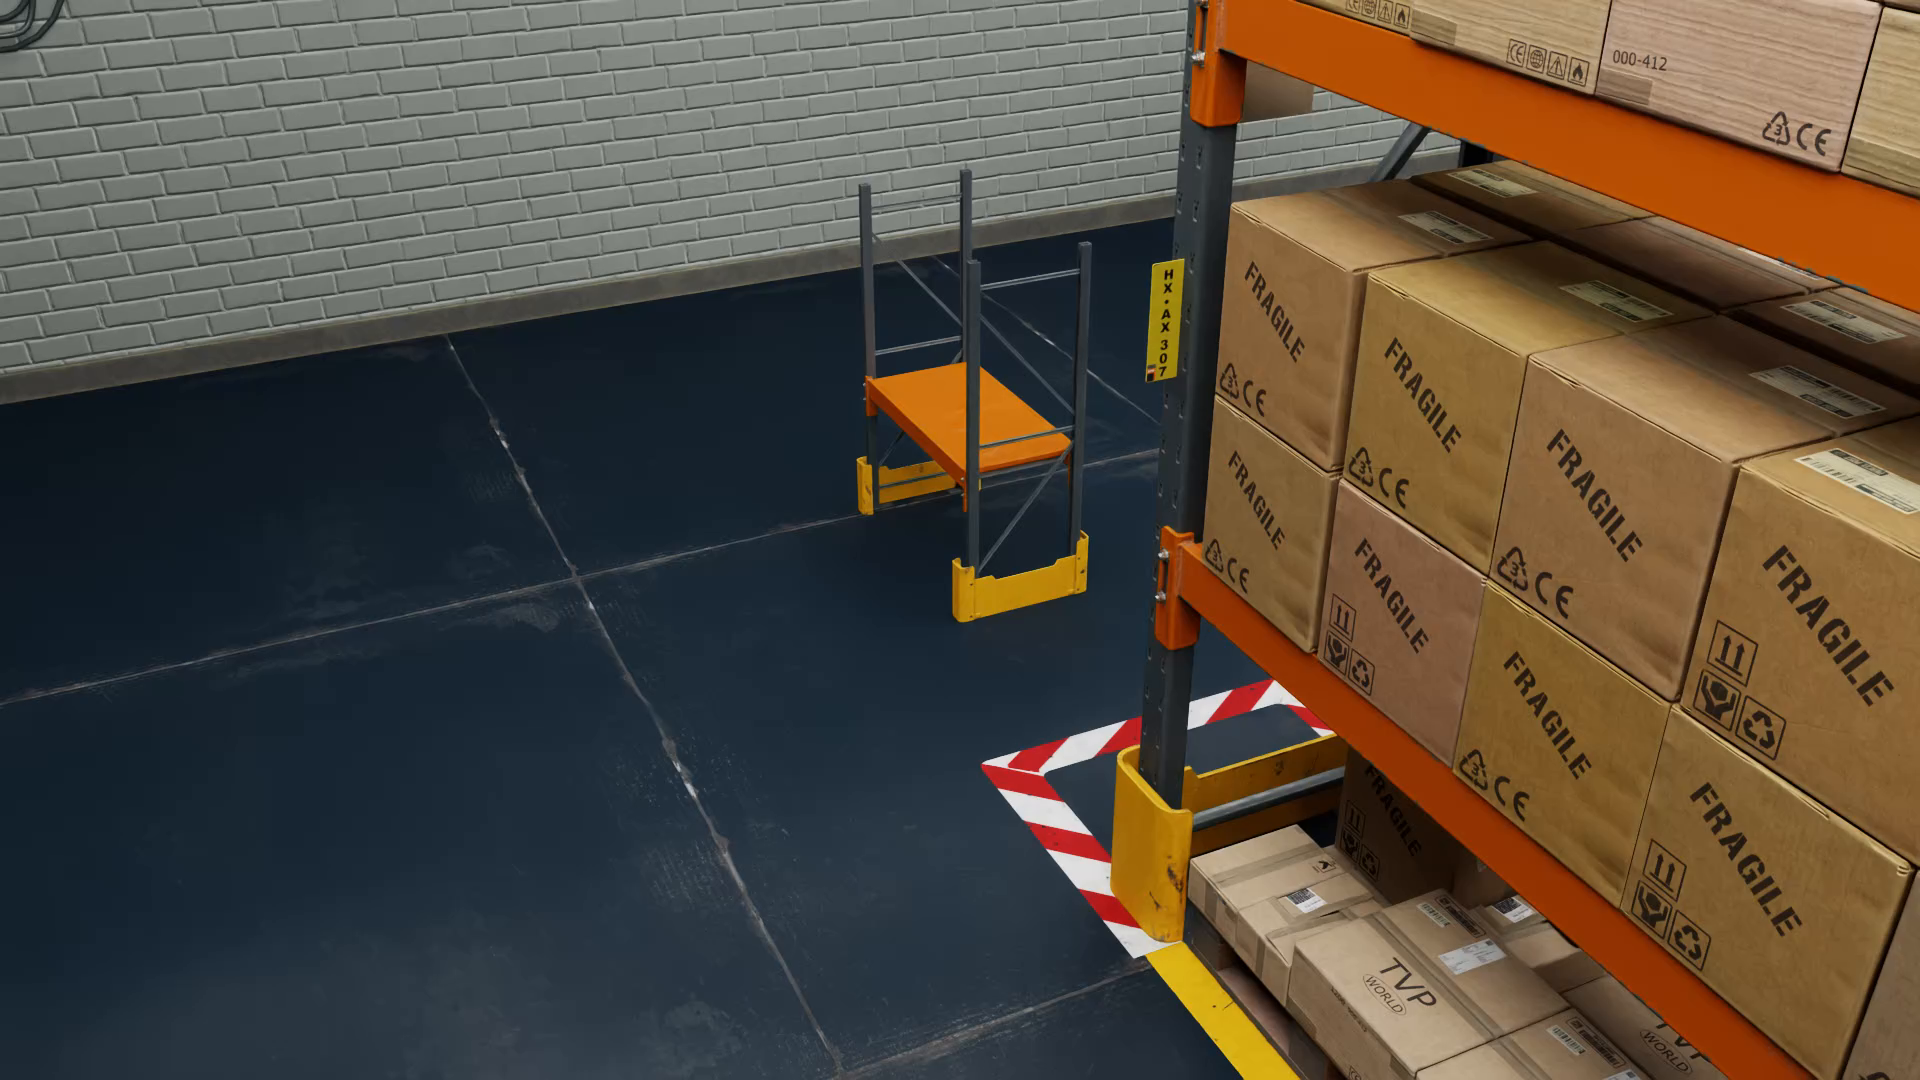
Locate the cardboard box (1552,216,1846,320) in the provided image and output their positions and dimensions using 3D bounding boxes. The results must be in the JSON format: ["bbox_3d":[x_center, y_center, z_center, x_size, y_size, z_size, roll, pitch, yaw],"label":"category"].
[{"bbox_3d":[1.681,-0.421,3.809,0.500,0.500,0.500,-12,32,-21],"label":"cardboard box"}]

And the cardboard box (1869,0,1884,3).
[{"bbox_3d":[1.438,-1.040,2.614,0.500,0.250,0.500,-13,32,-22],"label":"cardboard box"}]

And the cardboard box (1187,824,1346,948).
[{"bbox_3d":[0.893,1.006,4.854,0.380,0.149,0.250,-13,32,-22],"label":"cardboard box"}]

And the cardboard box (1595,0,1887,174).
[{"bbox_3d":[1.434,-0.821,2.734,0.500,0.250,0.500,-13,32,-22],"label":"cardboard box"}]

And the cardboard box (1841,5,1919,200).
[{"bbox_3d":[1.654,-0.602,2.343,0.500,0.250,0.500,-13,32,-22],"label":"cardboard box"}]

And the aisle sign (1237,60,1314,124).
[{"bbox_3d":[0.729,-1.405,4.031,0.394,0.787,0.004,-13,32,-22],"label":"aisle sign"}]

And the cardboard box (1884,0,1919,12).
[{"bbox_3d":[1.649,-0.819,2.218,0.500,0.250,0.500,-13,32,-22],"label":"cardboard box"}]

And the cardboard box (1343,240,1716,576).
[{"bbox_3d":[1.207,-0.302,3.597,0.500,0.500,0.500,-13,32,-21],"label":"cardboard box"}]

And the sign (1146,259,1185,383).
[{"bbox_3d":[0.534,-0.566,4.308,0.100,0.325,0.005,-13,32,-22],"label":"sign"}]

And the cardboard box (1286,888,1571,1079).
[{"bbox_3d":[1.216,1.225,4.360,0.500,0.250,0.500,-13,32,-22],"label":"cardboard box"}]

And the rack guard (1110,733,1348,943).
[{"bbox_3d":[1.056,0.821,5.275,1.175,0.500,0.348,-13,32,-22],"label":"rack guard"}]

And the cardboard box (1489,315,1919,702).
[{"bbox_3d":[1.418,-0.080,3.201,0.500,0.500,0.500,-13,32,-21],"label":"cardboard box"}]

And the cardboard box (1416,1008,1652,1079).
[{"bbox_3d":[1.430,1.446,3.966,0.500,0.250,0.500,-13,32,-22],"label":"cardboard box"}]

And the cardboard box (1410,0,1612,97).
[{"bbox_3d":[1.218,-1.042,3.127,0.500,0.250,0.500,-13,32,-22],"label":"cardboard box"}]

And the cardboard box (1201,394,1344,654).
[{"bbox_3d":[0.976,-0.095,4.250,0.500,0.500,0.500,-12,32,-21],"label":"cardboard box"}]

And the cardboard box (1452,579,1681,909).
[{"bbox_3d":[1.415,0.354,3.449,0.500,0.500,0.500,-13,32,-22],"label":"cardboard box"}]

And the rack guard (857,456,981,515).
[{"bbox_3d":[-0.181,-0.295,7.521,0.587,0.250,0.087,-13,32,-22],"label":"rack guard"}]

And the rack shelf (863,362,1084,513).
[{"bbox_3d":[0.037,-0.460,6.904,0.538,0.185,1.000,-13,32,-22],"label":"rack shelf"}]

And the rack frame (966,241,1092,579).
[{"bbox_3d":[0.255,-0.392,6.416,0.500,1.500,0.032,-13,32,-22],"label":"rack frame"}]

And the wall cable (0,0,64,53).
[{"bbox_3d":[-5.554,-3.097,6.747,3.097,2.526,0.112,-13,32,-22],"label":"wall cable"}]

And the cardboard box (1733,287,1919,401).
[{"bbox_3d":[1.908,-0.193,3.402,0.500,0.500,0.500,-12,32,-21],"label":"cardboard box"}]

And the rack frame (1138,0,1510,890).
[{"bbox_3d":[1.024,-0.303,4.723,1.000,3.000,0.127,-13,32,-22],"label":"rack frame"}]

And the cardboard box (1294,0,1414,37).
[{"bbox_3d":[1.015,-1.265,3.526,0.500,0.250,0.500,-13,32,-22],"label":"cardboard box"}]

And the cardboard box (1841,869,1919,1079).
[{"bbox_3d":[1.849,0.800,2.655,0.500,0.500,0.500,-12,32,-21],"label":"cardboard box"}]

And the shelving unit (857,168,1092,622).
[{"bbox_3d":[0.033,-0.620,6.823,0.587,1.500,1.083,-13,32,-22],"label":"shelving unit"}]

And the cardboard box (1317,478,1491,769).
[{"bbox_3d":[1.202,0.132,3.846,0.500,0.500,0.500,-13,32,-22],"label":"cardboard box"}]

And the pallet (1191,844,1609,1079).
[{"bbox_3d":[1.399,1.299,4.718,1.003,0.211,1.213,-13,32,-22],"label":"pallet"}]

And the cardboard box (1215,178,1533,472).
[{"bbox_3d":[0.976,-0.531,4.006,0.500,0.500,0.500,-12,31,-20],"label":"cardboard box"}]

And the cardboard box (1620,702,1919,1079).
[{"bbox_3d":[1.628,0.575,3.055,0.500,0.500,0.500,-13,32,-21],"label":"cardboard box"}]

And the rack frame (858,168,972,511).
[{"bbox_3d":[-0.182,-0.841,7.216,0.500,1.500,0.032,-13,32,-22],"label":"rack frame"}]

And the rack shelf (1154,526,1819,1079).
[{"bbox_3d":[1.882,0.895,3.323,1.077,0.370,4.000,-13,32,-22],"label":"rack shelf"}]

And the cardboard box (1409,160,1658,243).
[{"bbox_3d":[1.463,-0.644,4.206,0.500,0.500,0.500,-13,32,-22],"label":"cardboard box"}]

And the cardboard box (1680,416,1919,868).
[{"bbox_3d":[1.636,0.144,2.801,0.500,0.500,0.500,-13,32,-22],"label":"cardboard box"}]

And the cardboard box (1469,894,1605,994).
[{"bbox_3d":[1.572,1.127,4.620,0.380,0.166,0.250,-13,32,-22],"label":"cardboard box"}]

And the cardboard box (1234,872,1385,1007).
[{"bbox_3d":[1.000,1.109,4.653,0.380,0.166,0.250,-13,32,-22],"label":"cardboard box"}]

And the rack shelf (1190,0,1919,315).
[{"bbox_3d":[1.882,-0.414,2.590,1.077,0.370,4.000,-13,32,-22],"label":"rack shelf"}]

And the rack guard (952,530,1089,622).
[{"bbox_3d":[0.247,0.145,6.736,0.587,0.250,0.087,-13,32,-22],"label":"rack guard"}]

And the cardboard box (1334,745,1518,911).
[{"bbox_3d":[1.480,0.784,4.891,0.500,0.500,0.500,-13,32,-22],"label":"cardboard box"}]

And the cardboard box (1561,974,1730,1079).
[{"bbox_3d":[1.860,1.319,4.192,0.500,0.250,0.500,-13,32,-22],"label":"cardboard box"}]
